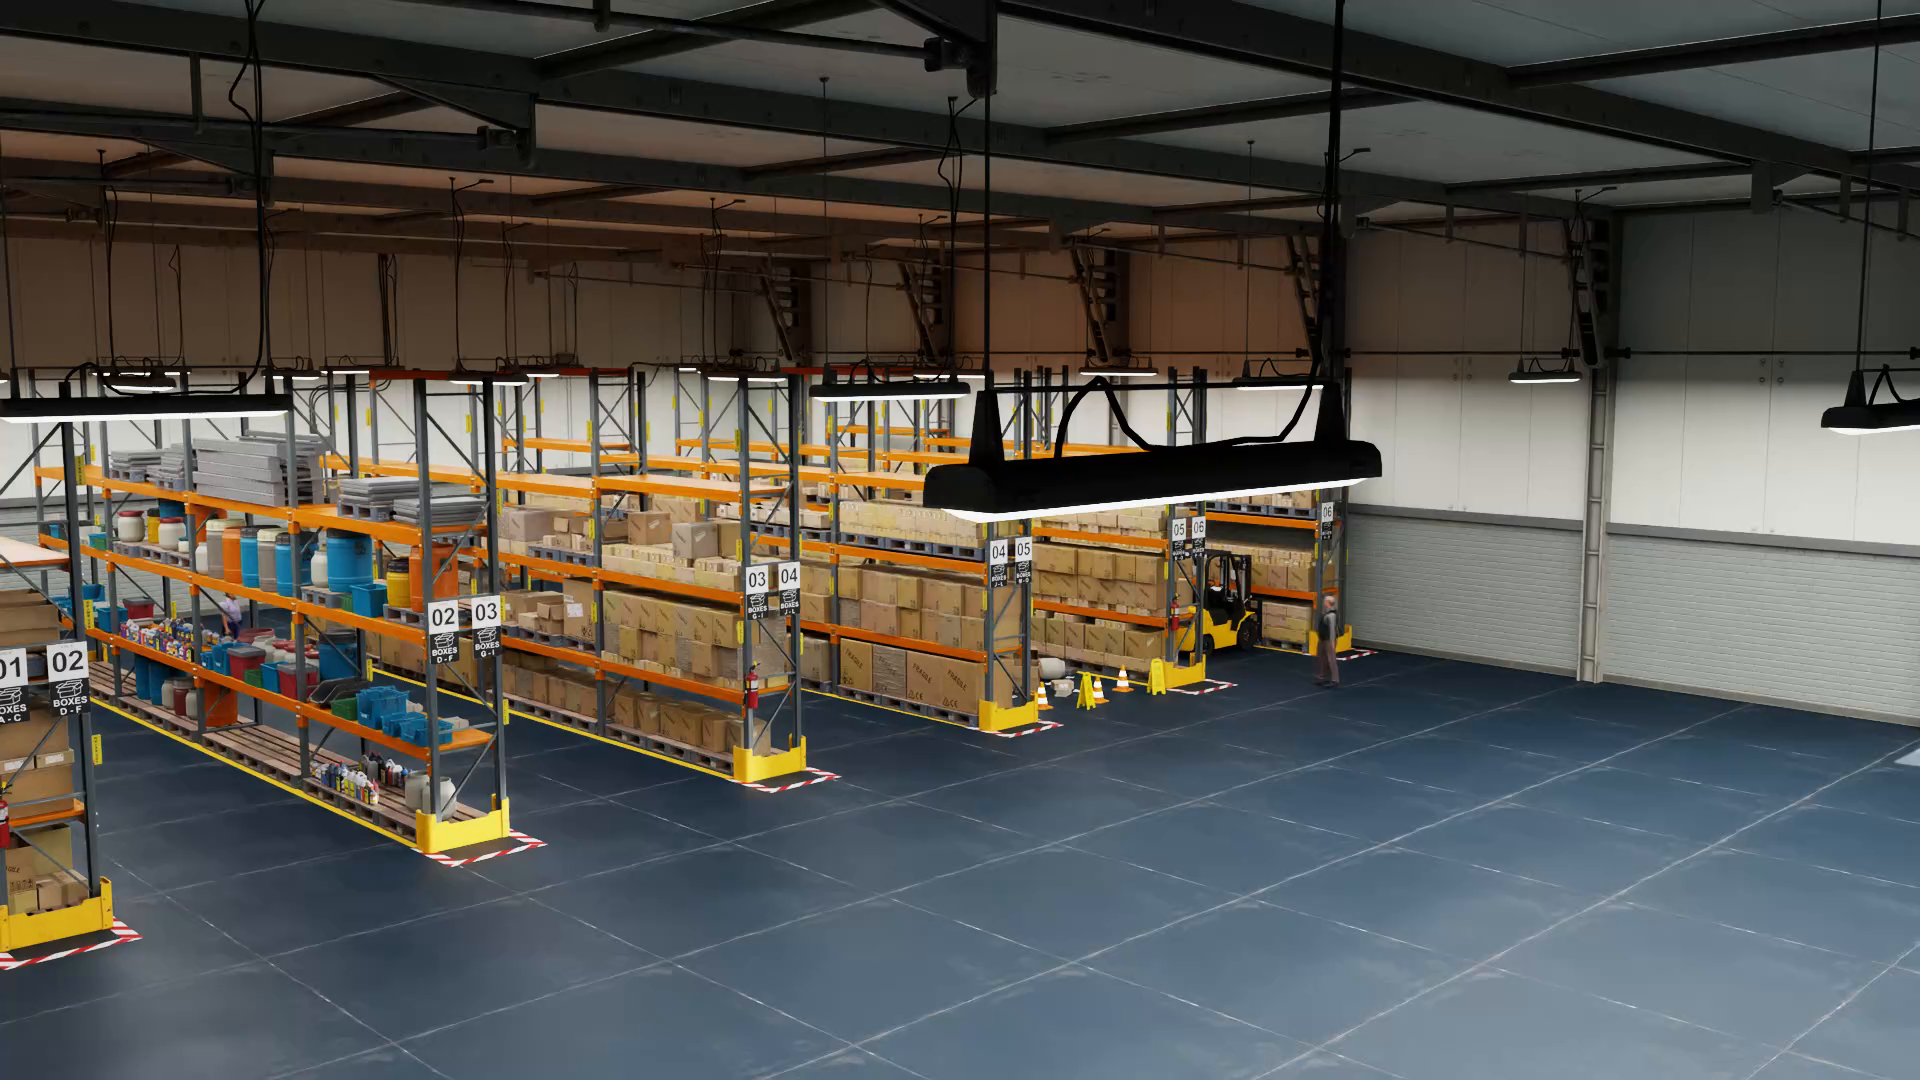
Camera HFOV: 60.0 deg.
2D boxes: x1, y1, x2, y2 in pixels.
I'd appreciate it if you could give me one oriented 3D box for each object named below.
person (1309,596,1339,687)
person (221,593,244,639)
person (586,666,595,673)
[{"bbox_3d":[6.944,1.907,31.580,0.428,1.737,0.723,-1,7,-12],"label":"person"},{"bbox_3d":[-14.624,1.762,33.347,0.665,1.602,0.454,6,9,43],"label":"person"},{"bbox_3d":[-6.999,1.892,31.820,0.546,1.788,0.616,-1,7,-12],"label":"person"}]
